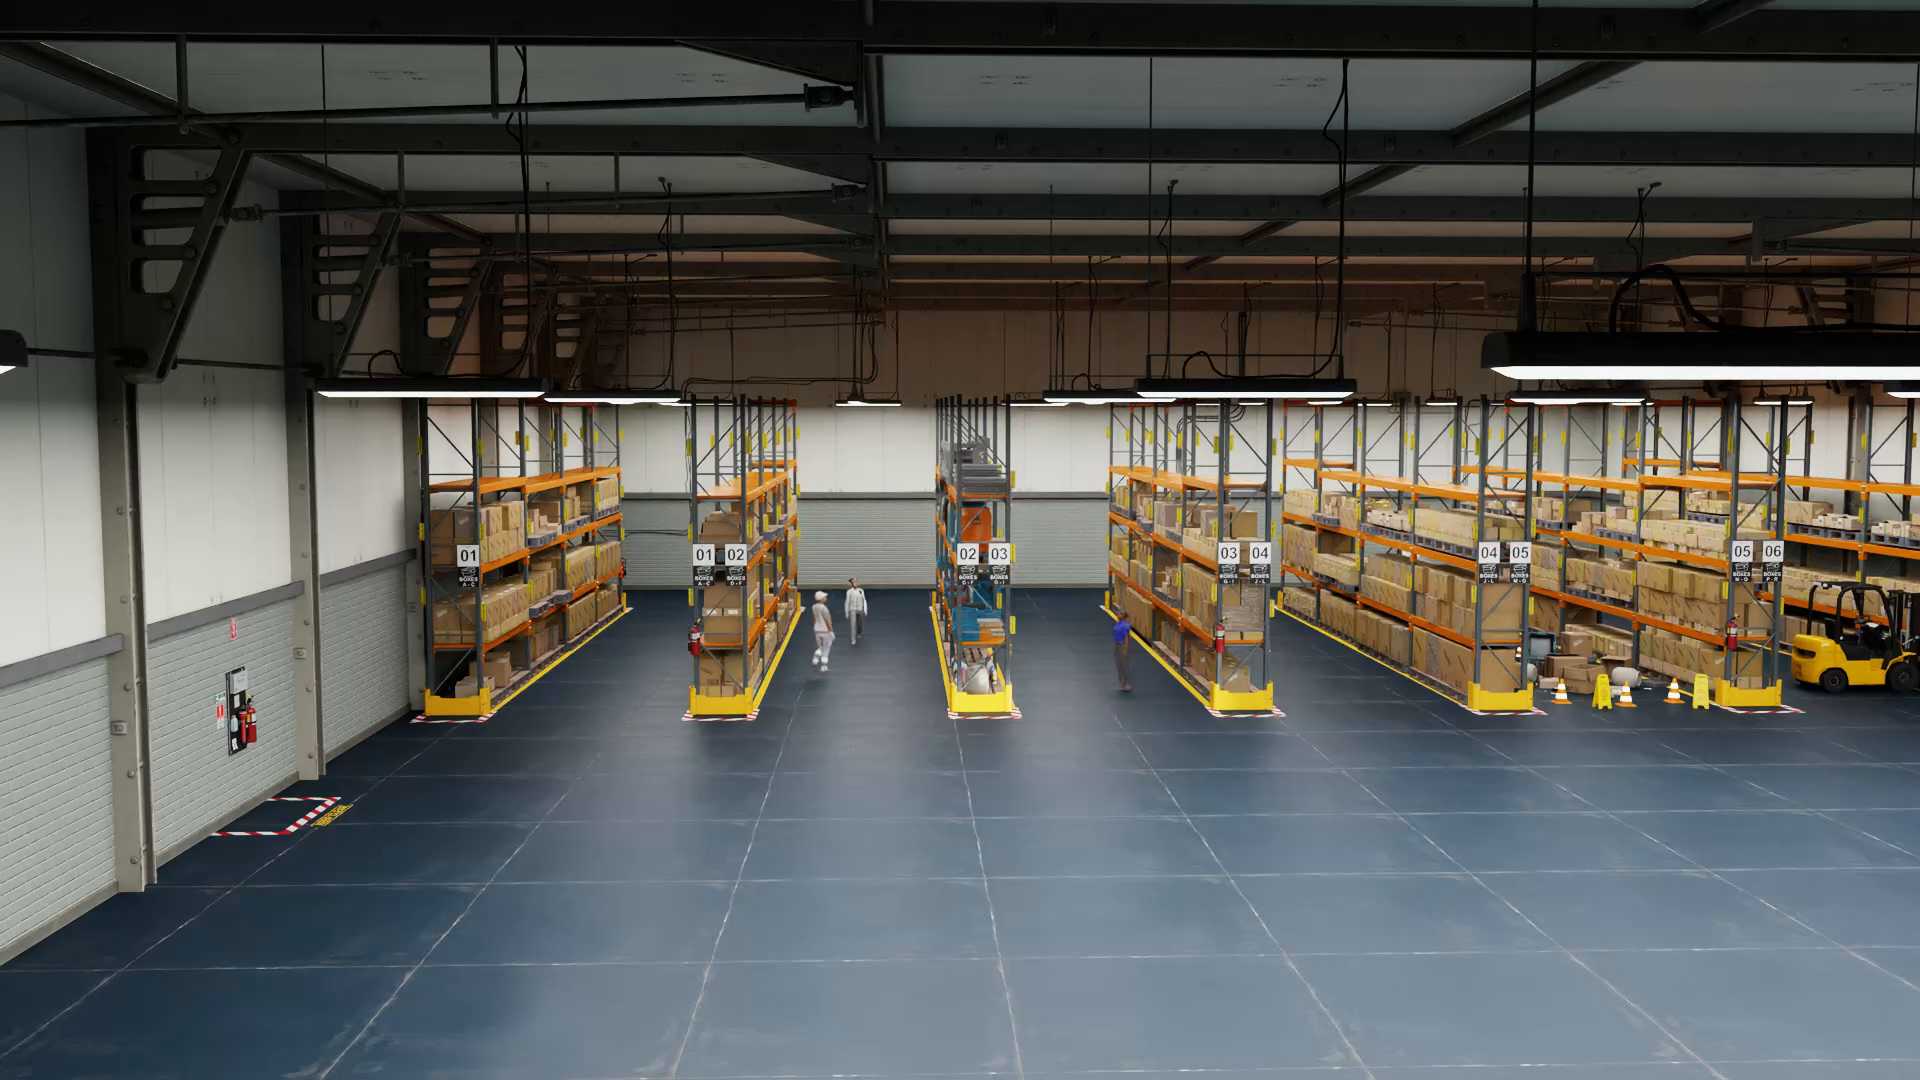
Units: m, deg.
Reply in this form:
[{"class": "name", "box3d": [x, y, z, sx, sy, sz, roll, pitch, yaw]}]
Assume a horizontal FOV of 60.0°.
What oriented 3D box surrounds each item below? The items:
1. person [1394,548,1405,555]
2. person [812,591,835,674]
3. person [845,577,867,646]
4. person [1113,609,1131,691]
[{"class": "person", "box3d": [13.268, 0.894, 50.545, 0.413, 1.692, 0.475, -2, 5, -22]}, {"class": "person", "box3d": [-2.957, 1.989, 35.776, 0.567, 1.776, 0.497, 3, 5, 34]}, {"class": "person", "box3d": [-2.541, 1.710, 40.523, 0.536, 1.640, 0.975, -1, 5, -8]}, {"class": "person", "box3d": [3.323, 2.245, 33.885, 0.351, 1.667, 0.503, -2, 5, -26]}]
